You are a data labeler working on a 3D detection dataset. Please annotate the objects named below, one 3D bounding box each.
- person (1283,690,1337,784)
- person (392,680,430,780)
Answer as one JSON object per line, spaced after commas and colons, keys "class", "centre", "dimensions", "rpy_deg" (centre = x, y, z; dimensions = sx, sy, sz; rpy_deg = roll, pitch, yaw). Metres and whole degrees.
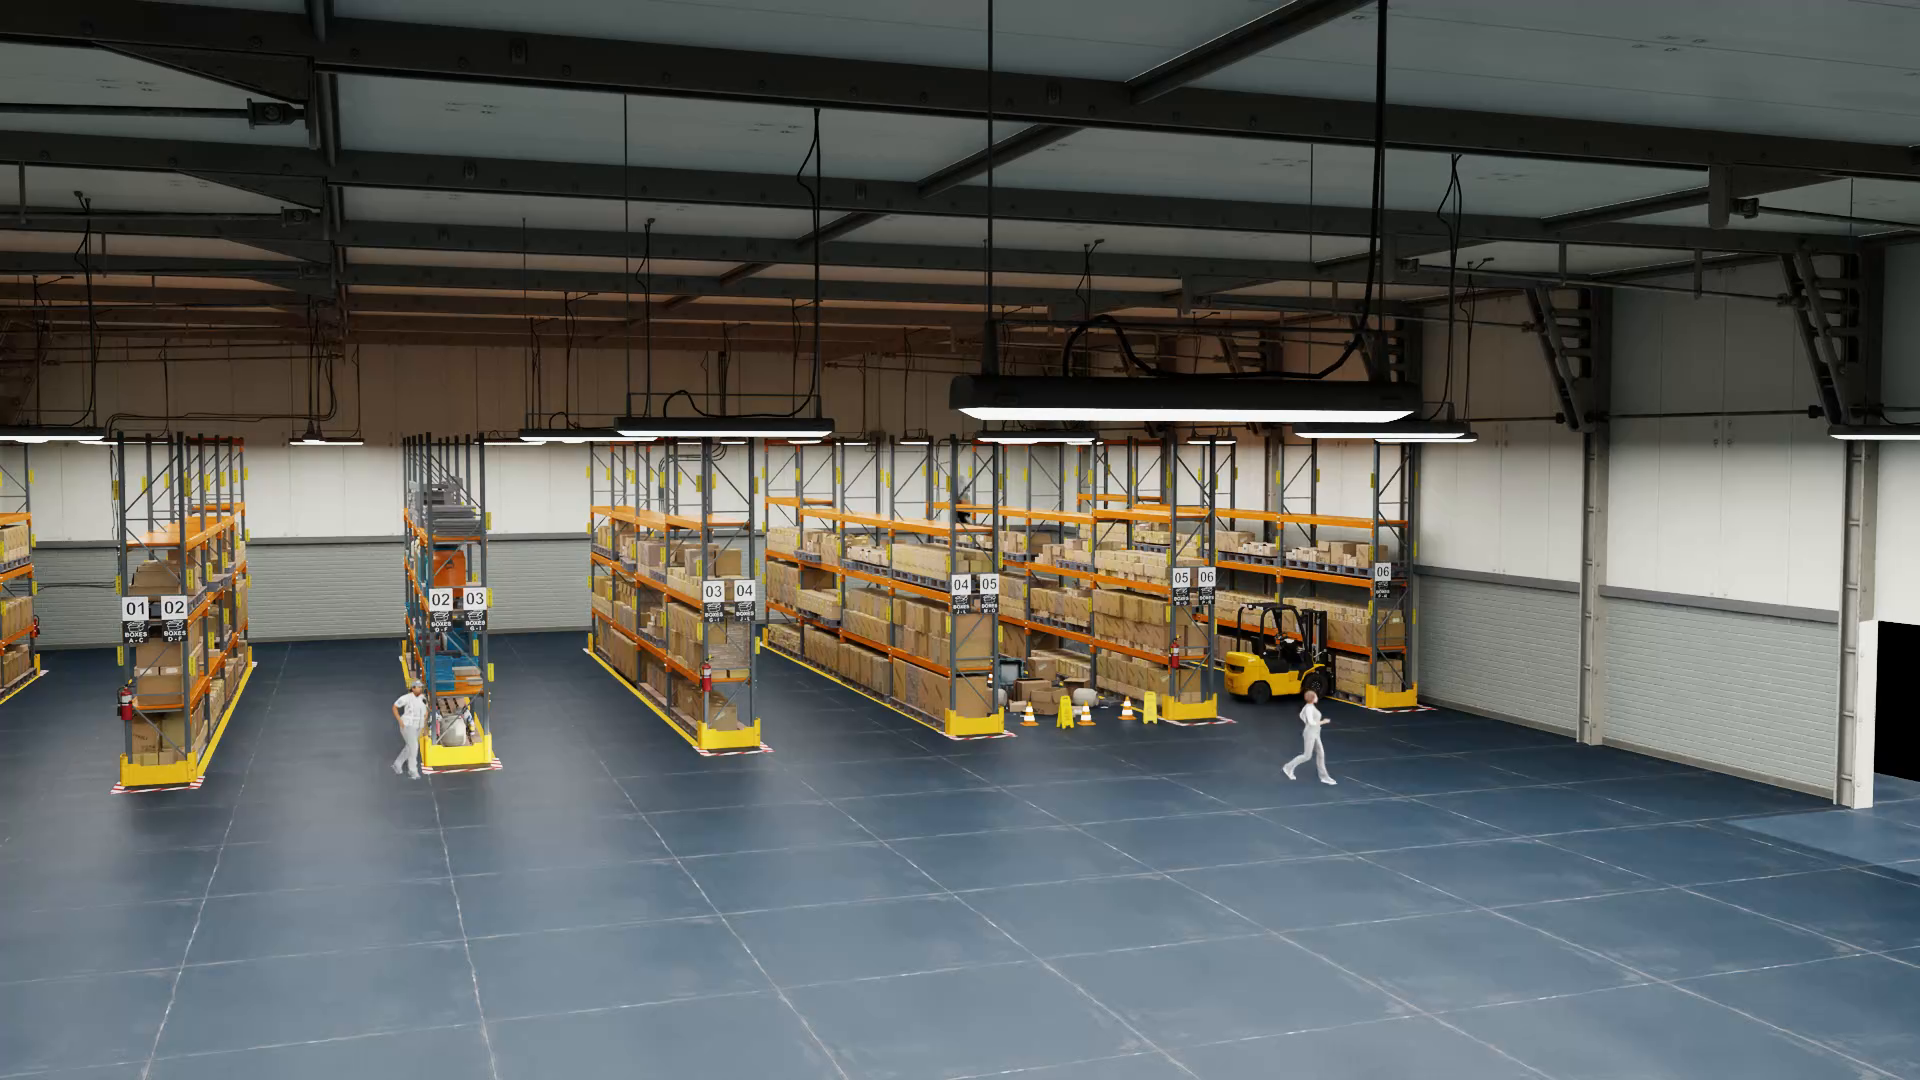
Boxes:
{"class": "person", "centre": [5.946, 3.339, 28.216], "dimensions": [0.894, 1.583, 0.539], "rpy_deg": [1, 3, 19]}
{"class": "person", "centre": [-9.553, 3.298, 29.054], "dimensions": [0.766, 1.694, 0.593], "rpy_deg": [2, 4, 26]}
